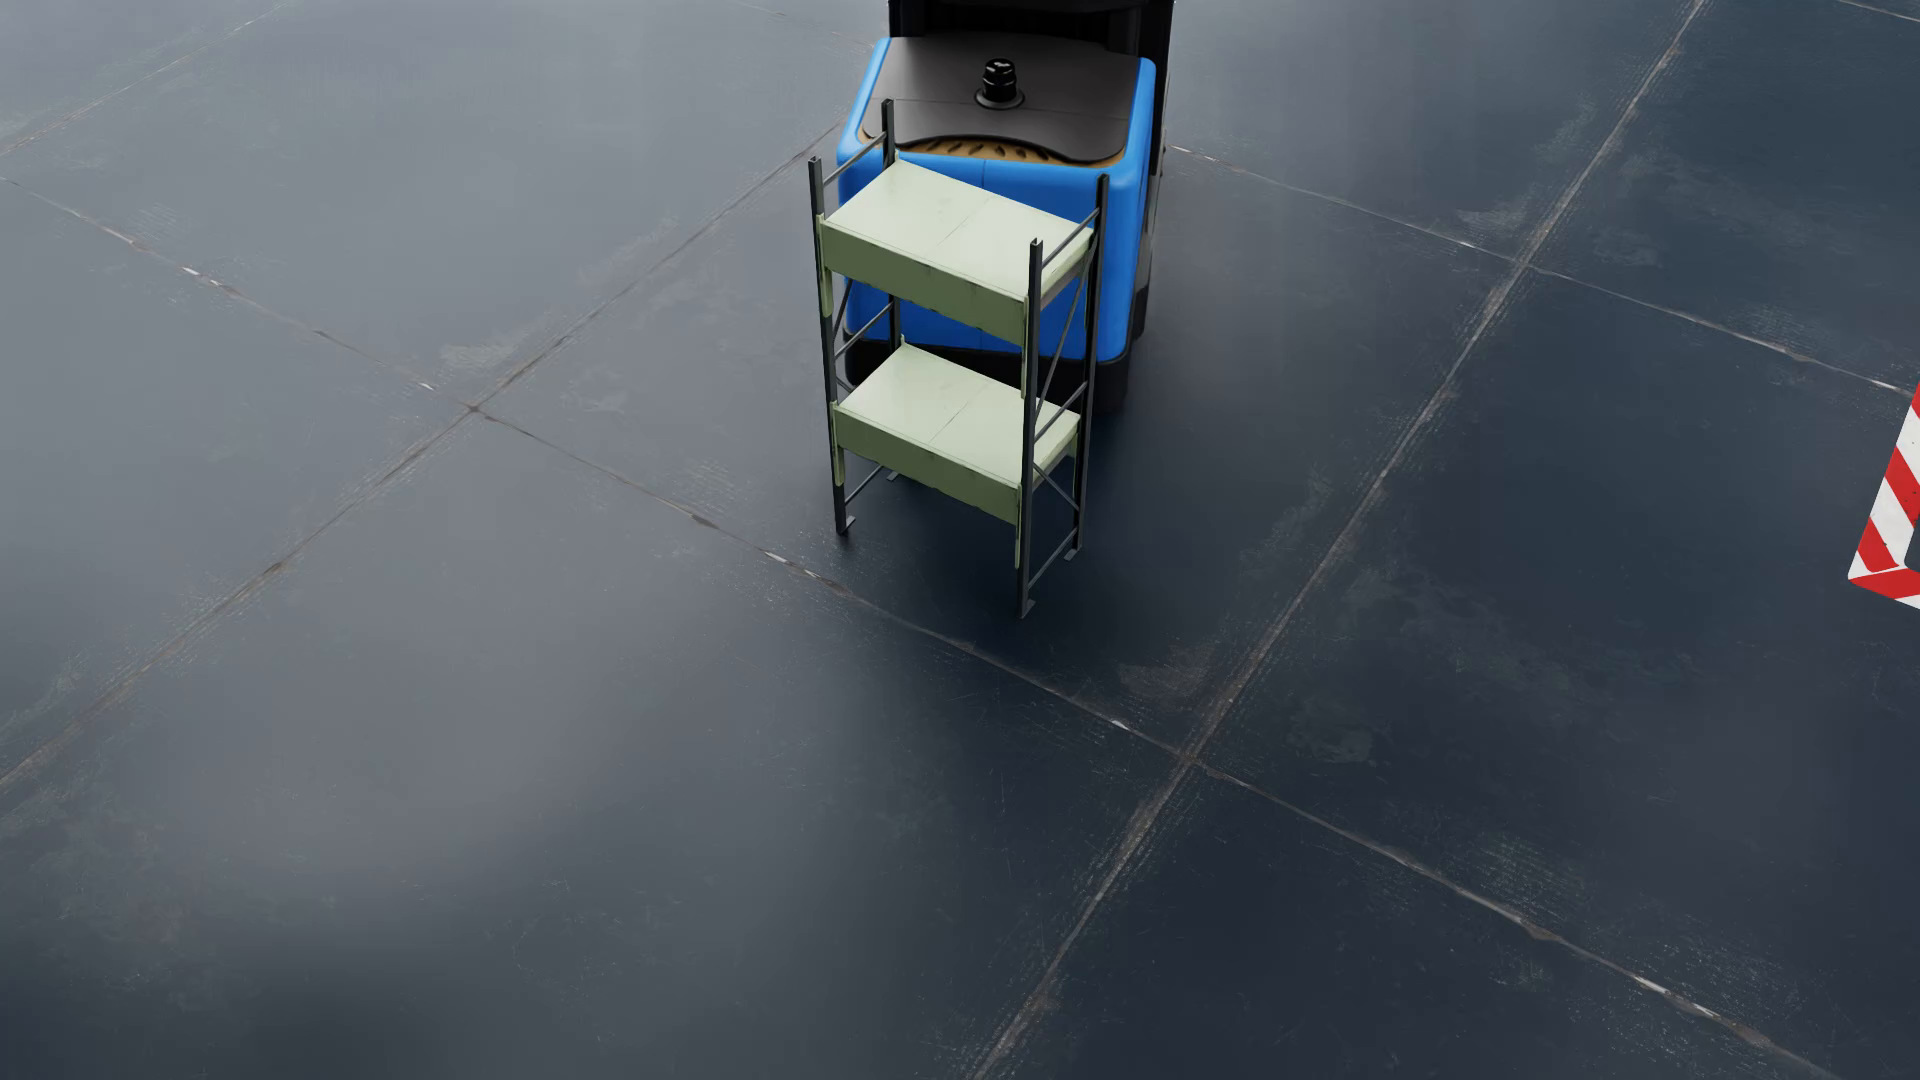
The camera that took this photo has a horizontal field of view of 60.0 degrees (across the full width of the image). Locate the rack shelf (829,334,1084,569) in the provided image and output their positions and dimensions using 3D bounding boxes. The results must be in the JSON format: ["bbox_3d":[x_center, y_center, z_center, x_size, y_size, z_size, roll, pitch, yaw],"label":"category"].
[{"bbox_3d":[-0.006,-0.298,5.448,0.720,0.370,0.431,25,51,22],"label":"rack shelf"}]

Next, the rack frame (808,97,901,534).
[{"bbox_3d":[-0.314,-0.667,5.352,0.023,1.500,0.400,25,51,22],"label":"rack frame"}]

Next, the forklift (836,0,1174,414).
[{"bbox_3d":[0.307,-2.552,6.186,1.130,2.935,3.031,6,46,6],"label":"forklift"}]

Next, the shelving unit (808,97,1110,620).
[{"bbox_3d":[-0.006,-0.525,5.215,0.755,1.500,0.431,25,51,22],"label":"shelving unit"}]

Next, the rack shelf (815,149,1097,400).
[{"bbox_3d":[-0.006,-0.797,4.935,0.720,0.370,0.431,25,51,22],"label":"rack shelf"}]

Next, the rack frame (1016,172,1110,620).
[{"bbox_3d":[0.302,-0.384,5.077,0.023,1.500,0.400,25,51,22],"label":"rack frame"}]
